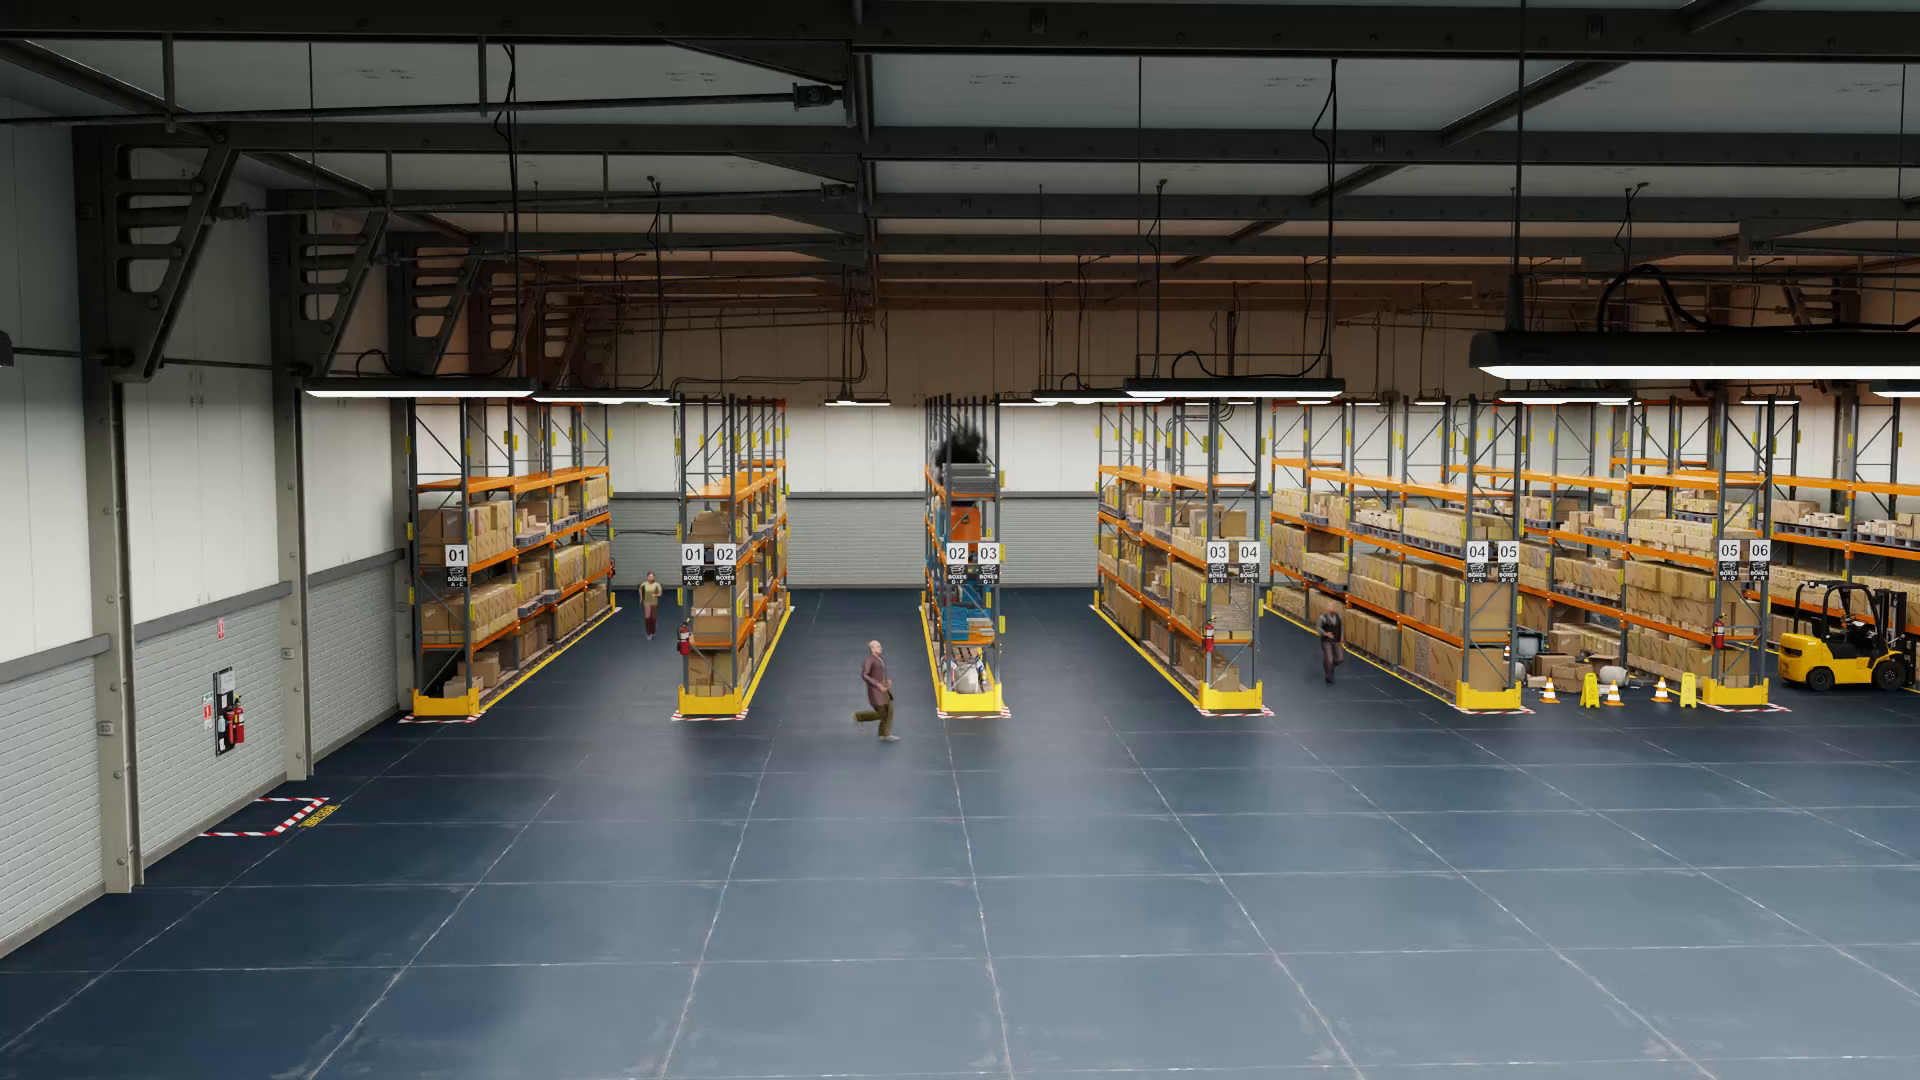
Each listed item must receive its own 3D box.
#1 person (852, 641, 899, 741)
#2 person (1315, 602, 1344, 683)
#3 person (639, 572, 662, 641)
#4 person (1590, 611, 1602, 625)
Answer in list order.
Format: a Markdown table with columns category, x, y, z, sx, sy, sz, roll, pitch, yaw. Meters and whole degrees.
| category | x | y | z | sx | sy | sz | roll | pitch | yaw |
| --- | --- | --- | --- | --- | --- | --- | --- | --- | --- |
| person | -1.445 | 2.599 | 28.717 | 0.825 | 1.737 | 0.726 | 2 | 5 | 20 |
| person | 7.769 | 2.138 | 34.783 | 0.698 | 1.686 | 0.589 | -1 | 5 | -15 |
| person | -7.652 | 1.647 | 41.199 | 0.543 | 1.695 | 0.801 | -1 | 5 | -13 |
| person | 16.237 | 1.515 | 42.378 | 0.709 | 1.729 | 0.770 | -1 | 5 | -7 |
